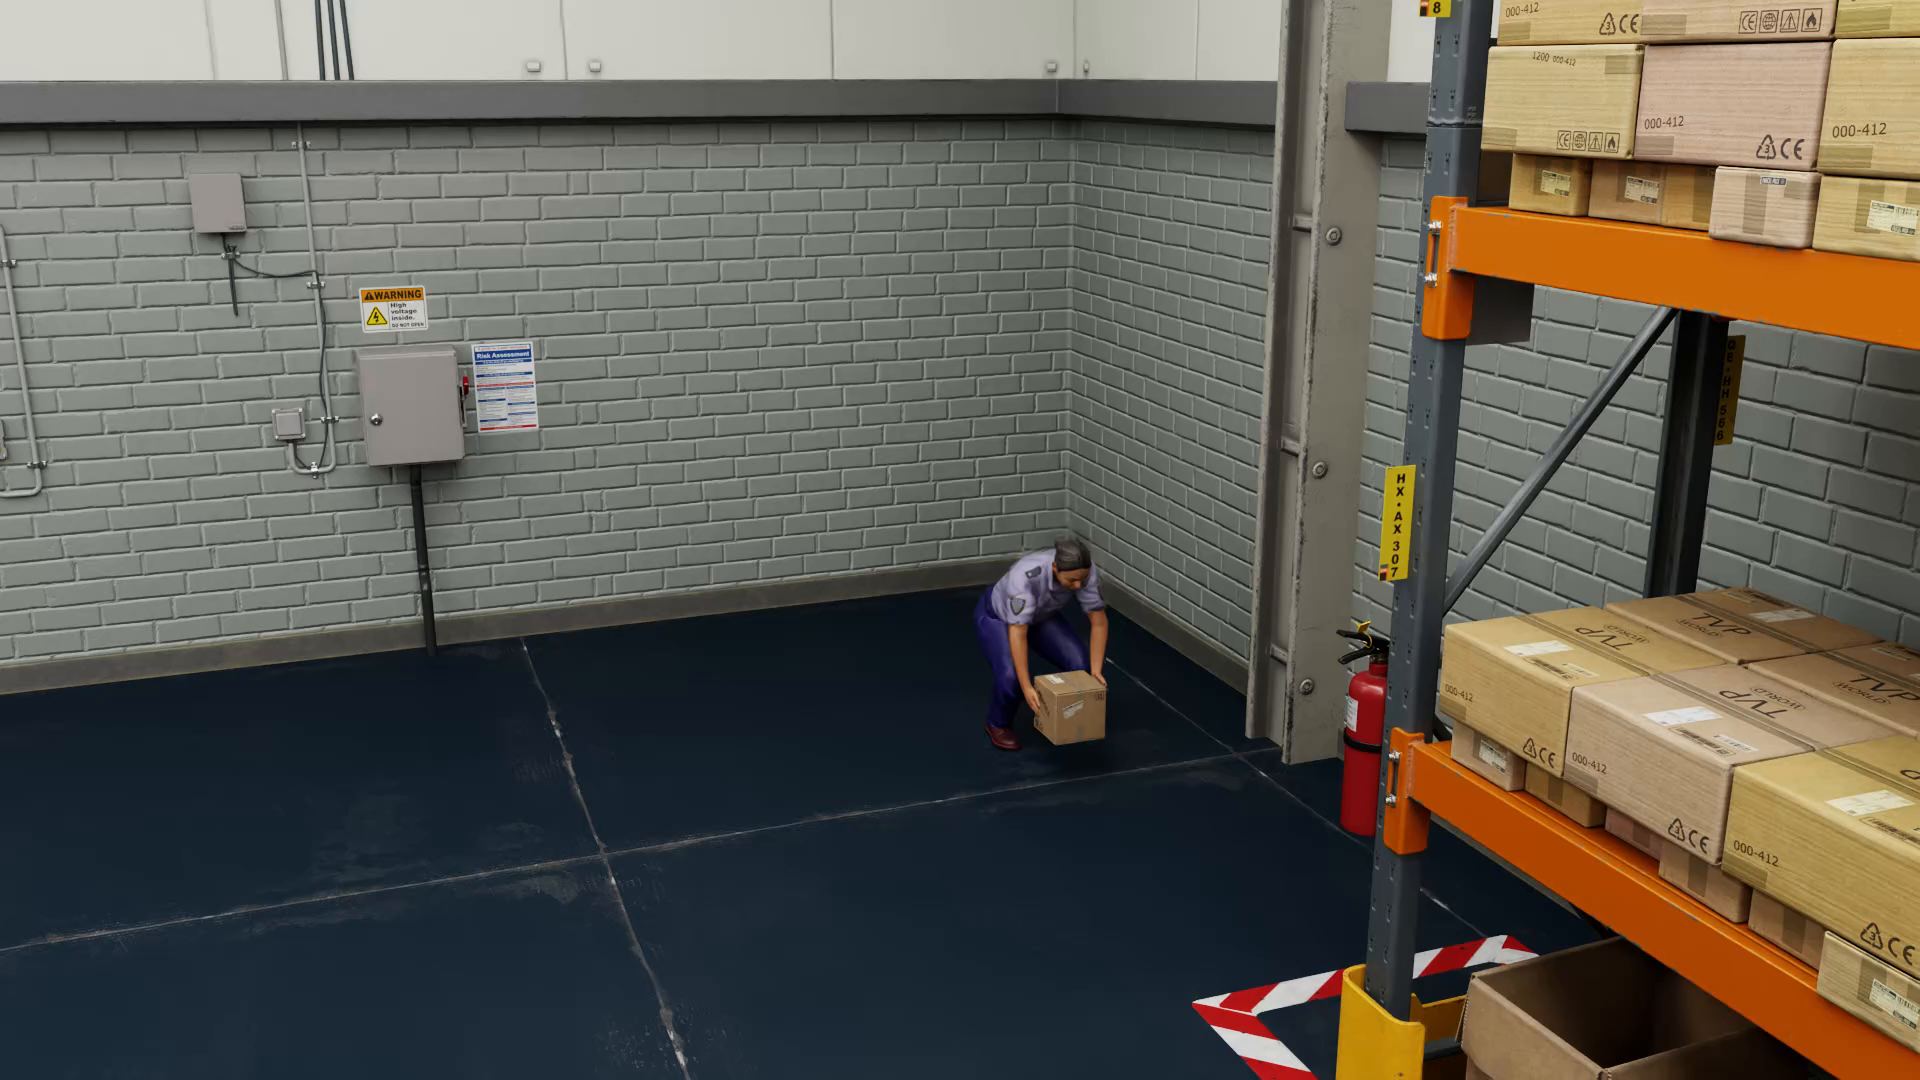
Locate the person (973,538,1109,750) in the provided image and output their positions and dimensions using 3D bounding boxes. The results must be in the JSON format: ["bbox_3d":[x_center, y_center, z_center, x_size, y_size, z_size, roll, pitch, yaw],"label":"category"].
[{"bbox_3d":[0.388,0.462,7.963,0.536,1.087,0.769,-6,17,-20],"label":"person"}]
